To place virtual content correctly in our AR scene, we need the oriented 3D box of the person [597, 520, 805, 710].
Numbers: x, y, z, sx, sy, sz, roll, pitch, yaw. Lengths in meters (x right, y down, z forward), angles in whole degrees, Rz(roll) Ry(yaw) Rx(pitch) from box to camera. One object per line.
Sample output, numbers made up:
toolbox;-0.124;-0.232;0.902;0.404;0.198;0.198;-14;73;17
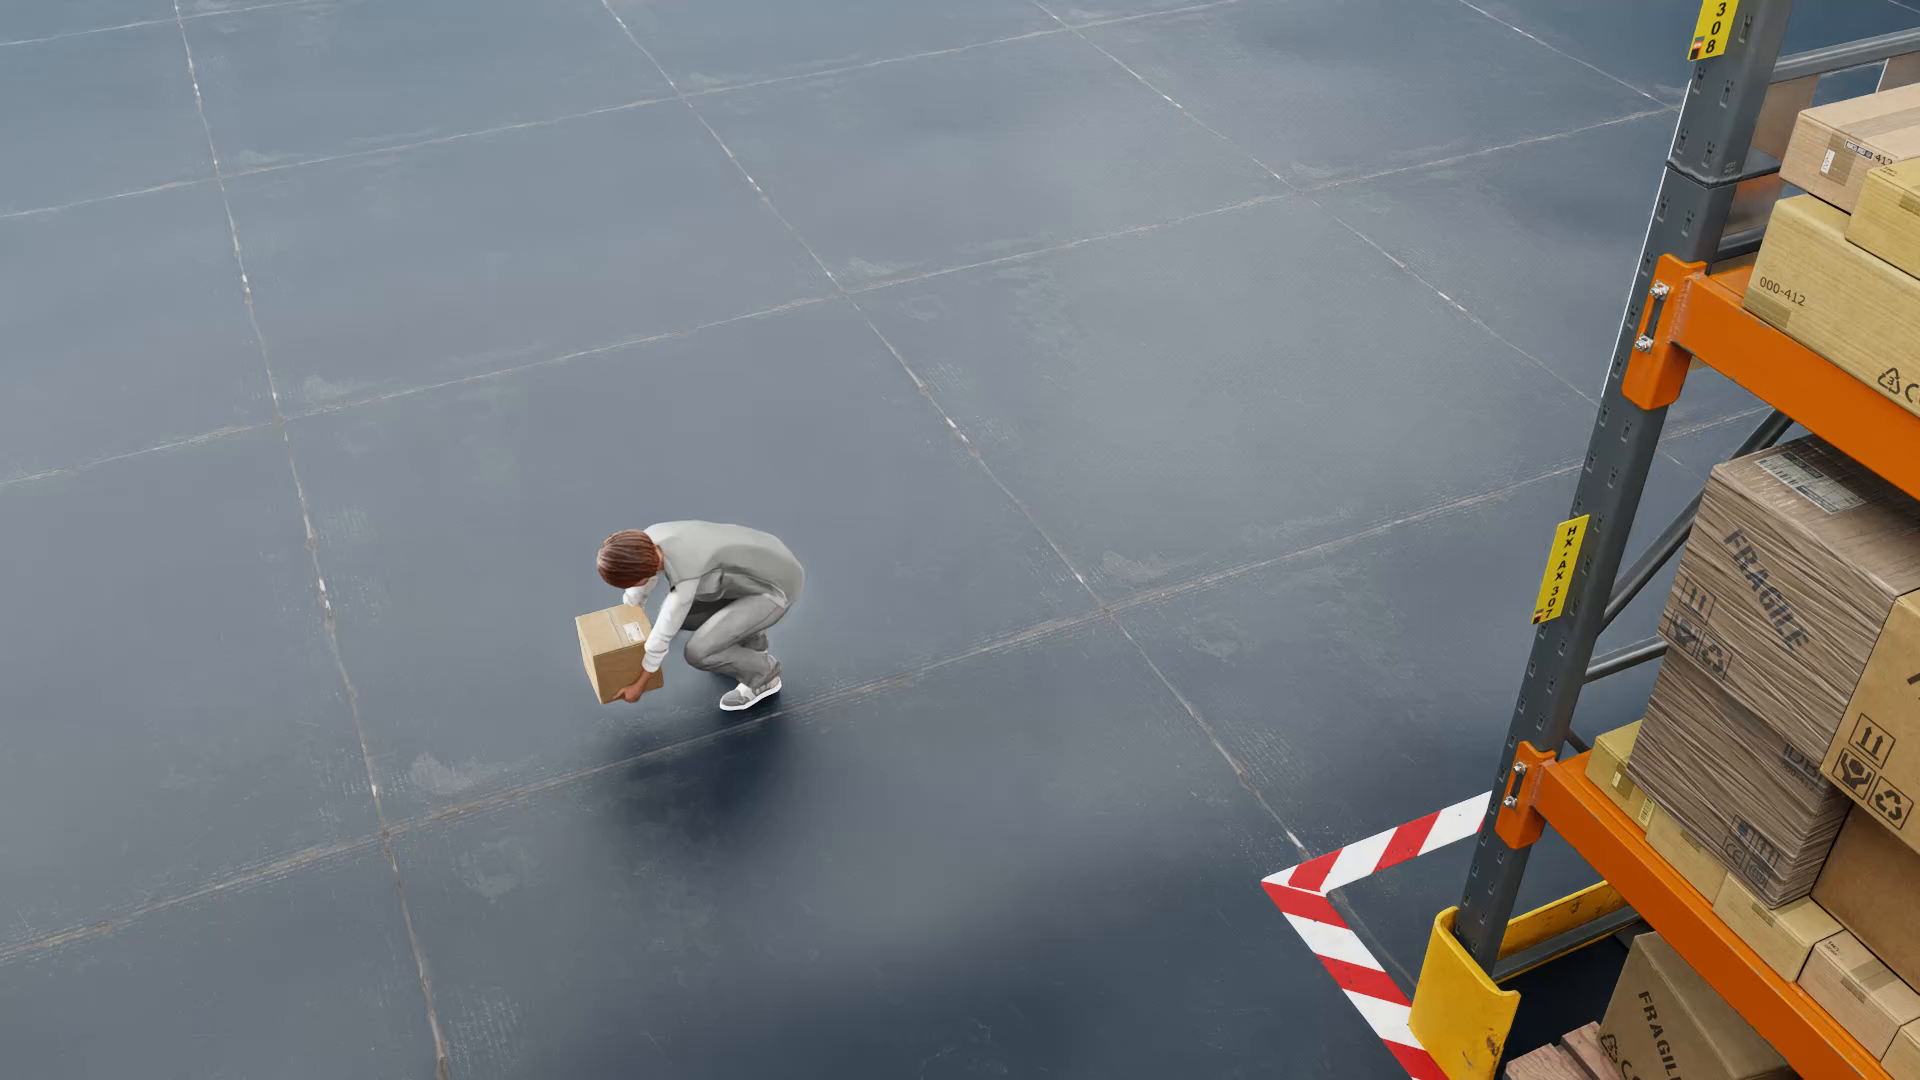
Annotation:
person;-0.996;0.253;6.412;0.835;0.895;0.420;-17;41;-21
